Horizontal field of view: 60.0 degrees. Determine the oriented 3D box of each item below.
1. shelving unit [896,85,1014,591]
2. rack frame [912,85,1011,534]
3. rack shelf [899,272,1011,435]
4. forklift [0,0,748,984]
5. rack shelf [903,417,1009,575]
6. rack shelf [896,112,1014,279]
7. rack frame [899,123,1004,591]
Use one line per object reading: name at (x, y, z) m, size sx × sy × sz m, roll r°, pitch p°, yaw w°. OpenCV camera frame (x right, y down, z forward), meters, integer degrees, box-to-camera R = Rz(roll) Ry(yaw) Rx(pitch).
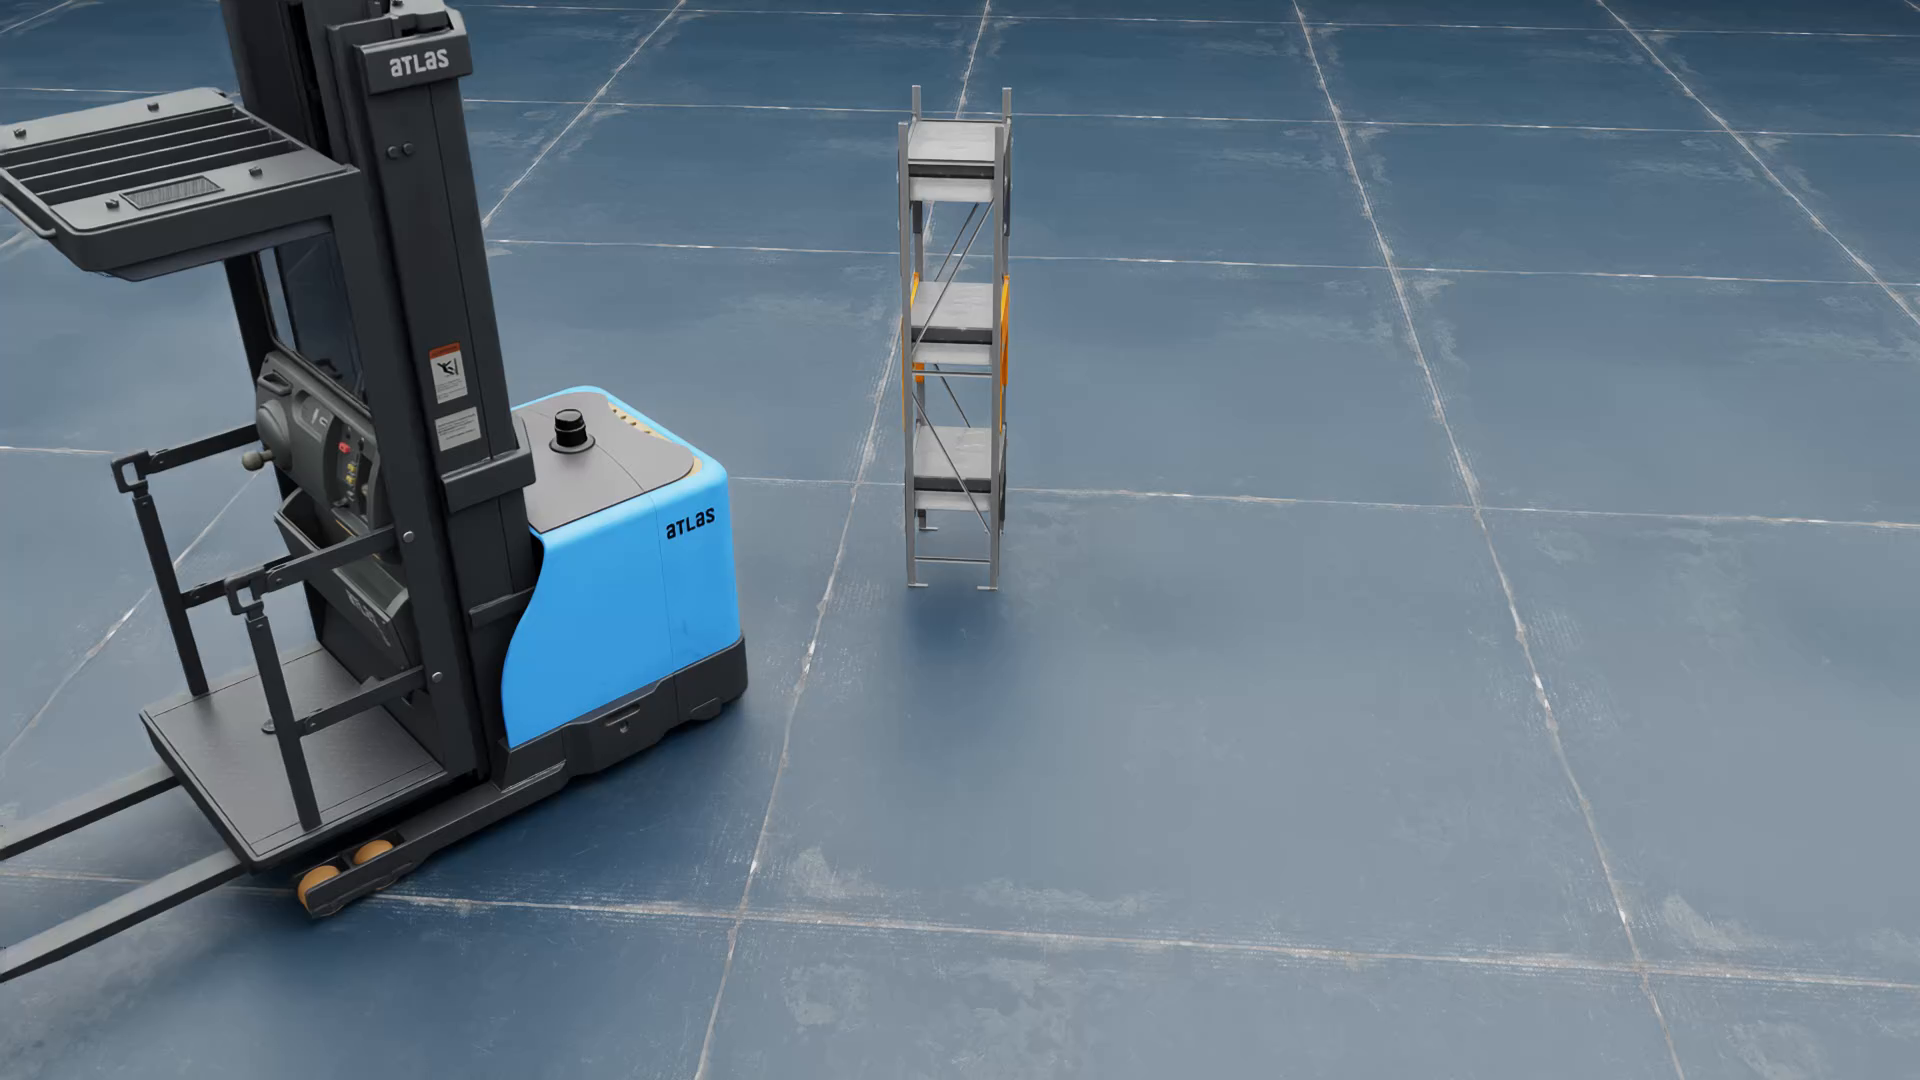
shelving unit at (-0.013, -0.807, 7.059) m, size 0.431 × 2.100 × 0.503 m, roll 2°, pitch 32°, yaw 4°
rack frame at (0.006, -0.935, 7.266) m, size 0.400 × 2.100 × 0.015 m, roll 2°, pitch 32°, yaw 4°
rack shelf at (-0.013, -0.796, 7.066) m, size 0.431 × 0.518 × 0.480 m, roll 2°, pitch 32°, yaw 4°
forklift at (-2.285, -0.278, 5.408) m, size 3.031 × 2.935 × 1.130 m, roll -25°, pitch 40°, yaw -35°
rack shelf at (-0.013, -0.200, 7.433) m, size 0.431 × 0.518 × 0.480 m, roll 2°, pitch 32°, yaw 4°
rack shelf at (-0.014, -1.392, 6.699) m, size 0.431 × 0.518 × 0.480 m, roll 2°, pitch 32°, yaw 4°
rack frame at (-0.033, -0.680, 6.852) m, size 0.400 × 2.100 × 0.015 m, roll 2°, pitch 32°, yaw 4°
